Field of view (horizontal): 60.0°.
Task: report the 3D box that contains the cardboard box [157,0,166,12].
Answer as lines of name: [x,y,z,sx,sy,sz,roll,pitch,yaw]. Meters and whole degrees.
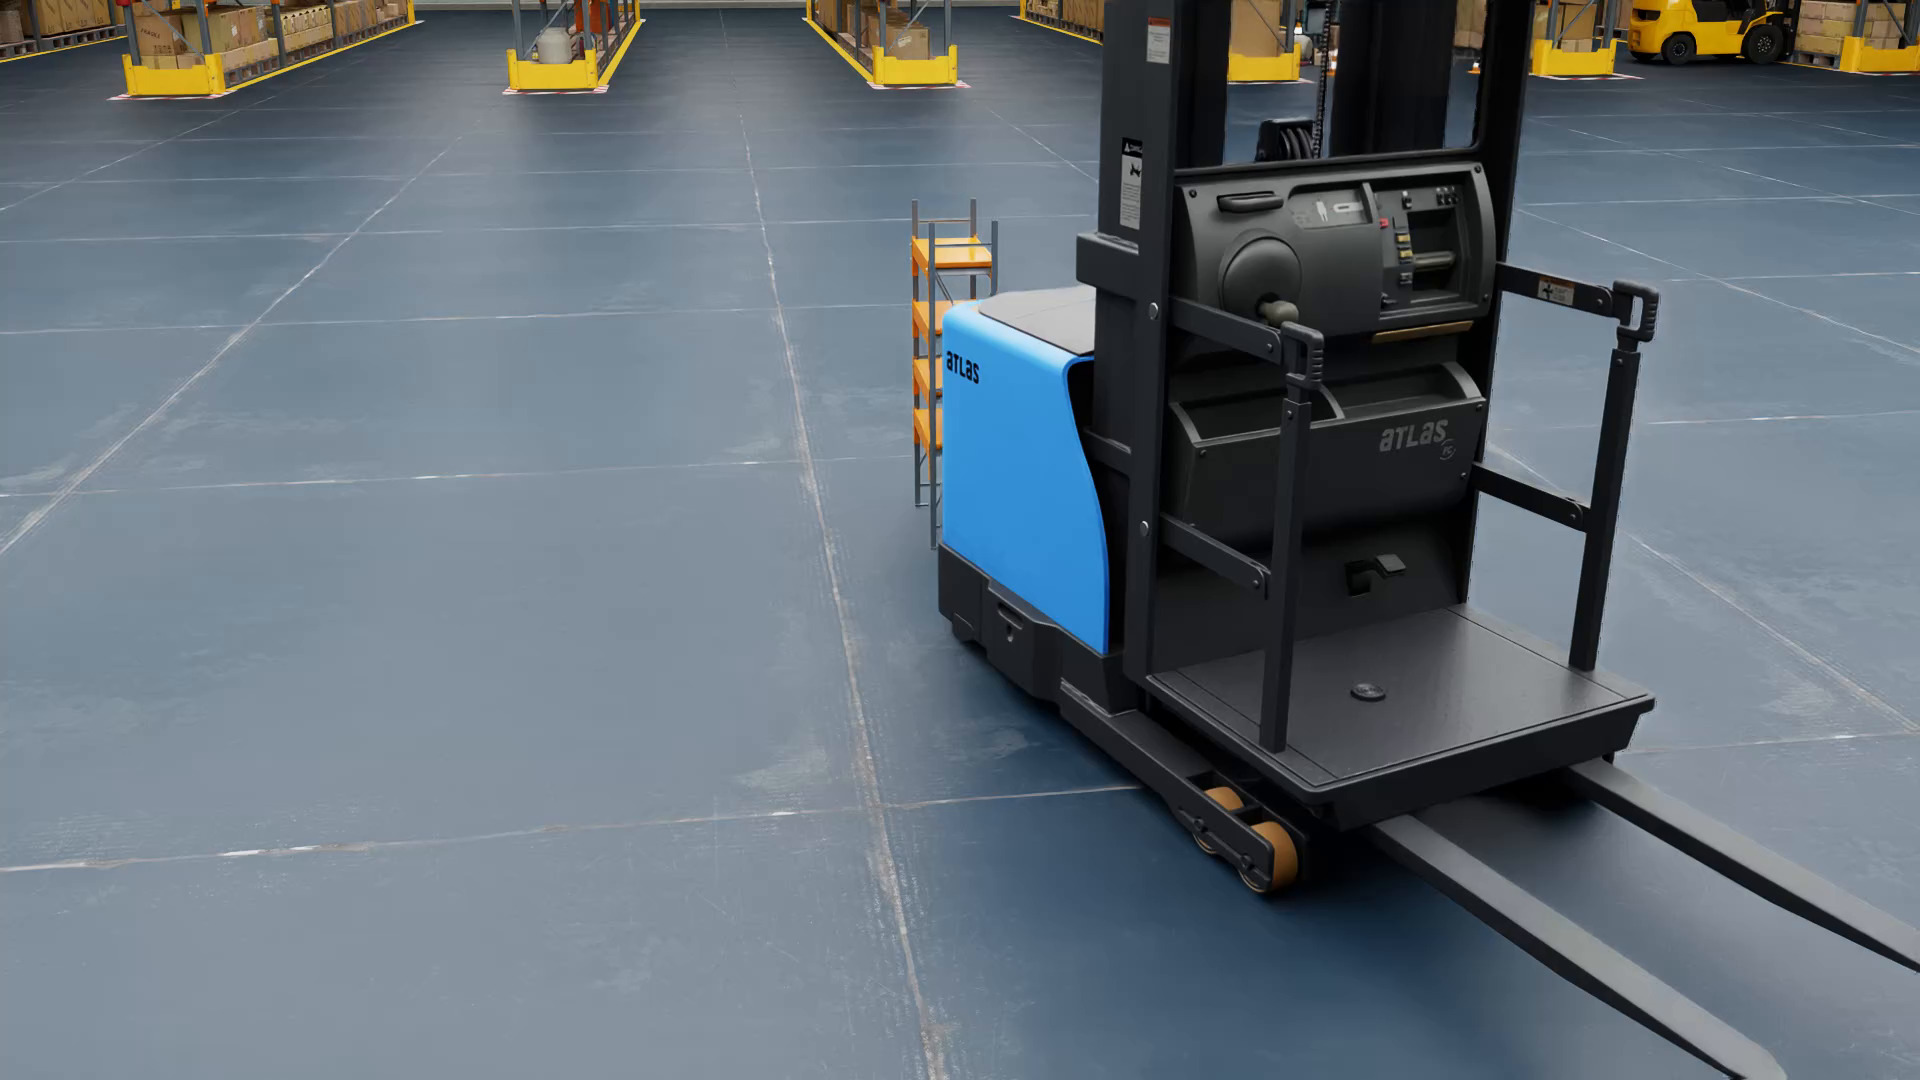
cardboard box: [-17.436,-11.443,35.540,0.700,0.500,0.500,-3,21,-8]

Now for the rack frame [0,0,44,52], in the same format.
rack frame: [-16.483,-9.885,28.396,1.000,3.000,0.127,-3,21,-8]

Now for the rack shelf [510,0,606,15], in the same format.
rack shelf: [-5.815,-7.970,24.297,1.077,0.370,4.000,-3,21,-8]

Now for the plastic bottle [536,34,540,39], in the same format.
plastic bottle: [-6.282,-7.388,24.866,0.144,0.351,0.185,-2,21,-6]

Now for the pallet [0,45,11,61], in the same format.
pallet: [-16.199,-7.887,27.031,1.003,0.211,1.213,-3,21,-8]

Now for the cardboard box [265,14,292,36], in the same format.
cardboard box: [-10.818,-8.078,26.086,0.500,0.311,0.500,-3,21,-8]

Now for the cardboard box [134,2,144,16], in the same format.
cardboard box: [-17.207,-10.912,34.117,0.700,0.500,0.500,-2,21,-6]

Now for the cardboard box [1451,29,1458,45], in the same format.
cardboard box: [8.423,-8.440,27.857,0.500,0.250,0.500,-4,21,-10]

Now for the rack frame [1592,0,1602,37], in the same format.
rack frame: [12.940,-11.386,32.414,1.000,3.000,0.127,-3,21,-8]

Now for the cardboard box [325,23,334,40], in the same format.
cardboard box: [-11.264,-8.875,29.021,0.500,0.250,0.500,-2,21,-6]

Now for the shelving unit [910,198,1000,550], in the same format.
shelving unit: [-0.024,-0.619,6.160,0.258,1.200,0.503,-3,21,-8]

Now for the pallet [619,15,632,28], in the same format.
pallet: [-7.580,-11.139,35.739,1.003,0.211,1.213,-3,21,-8]

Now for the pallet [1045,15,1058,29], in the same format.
pallet: [2.436,-11.159,35.792,1.003,0.211,1.213,-3,21,-8]

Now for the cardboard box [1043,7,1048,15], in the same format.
cardboard box: [2.025,-11.573,36.389,0.380,0.149,0.250,-3,21,-8]

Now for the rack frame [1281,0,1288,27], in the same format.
rack frame: [7.452,-12.519,35.449,1.000,3.000,0.127,-3,21,-8]

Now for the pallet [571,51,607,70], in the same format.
pallet: [-6.047,-7.459,25.885,1.003,0.211,1.213,-3,21,-8]

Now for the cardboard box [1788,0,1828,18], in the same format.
cardboard box: [13.556,-8.488,26.555,0.500,0.250,0.500,-3,21,-7]

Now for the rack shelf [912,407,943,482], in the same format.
rack shelf: [-0.024,-0.370,6.253,0.258,0.148,0.480,-3,21,-8]

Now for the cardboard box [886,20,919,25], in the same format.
cardboard box: [-0.926,-7.726,25.587,0.500,0.500,0.500,-5,21,-13]

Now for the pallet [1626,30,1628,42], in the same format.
pallet: [13.192,-9.371,31.005,1.003,0.211,1.213,-3,21,-8]

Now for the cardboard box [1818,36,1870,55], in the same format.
cardboard box: [13.712,-7.672,25.799,0.500,0.250,0.500,-3,21,-7]

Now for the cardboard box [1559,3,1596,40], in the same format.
cardboard box: [9.335,-7.926,25.408,0.500,0.500,0.500,-4,21,-10]

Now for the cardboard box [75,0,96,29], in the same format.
cardboard box: [-16.706,-9.934,30.998,0.750,0.750,0.750,-2,21,-6]

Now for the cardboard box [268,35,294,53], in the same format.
cardboard box: [-10.818,-7.812,26.175,0.500,0.250,0.500,-3,21,-9]

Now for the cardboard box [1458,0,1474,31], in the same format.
cardboard box: [8.512,-8.607,27.231,0.500,0.500,0.500,-2,21,-6]

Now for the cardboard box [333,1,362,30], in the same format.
cardboard box: [-11.593,-9.879,31.322,0.500,0.500,0.500,-4,21,-10]

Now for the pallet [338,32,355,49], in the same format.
pallet: [-11.652,-9.090,30.253,1.003,0.211,1.213,-3,21,-8]

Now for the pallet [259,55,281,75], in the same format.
pallet: [-10.932,-7.168,25.105,1.003,0.211,1.213,-3,21,-8]

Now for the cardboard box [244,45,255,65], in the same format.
cardboard box: [-10.500,-6.991,23.978,0.500,0.250,0.500,-3,21,-8]

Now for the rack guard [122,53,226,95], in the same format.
rack guard: [-10.425,-6.187,22.067,1.175,0.500,0.348,-3,21,-8]

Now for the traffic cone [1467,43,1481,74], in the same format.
traffic cone: [7.843,-7.260,24.993,0.336,0.463,0.334,-3,21,-8]

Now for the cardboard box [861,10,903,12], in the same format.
cardboard box: [-1.319,-8.665,28.072,0.700,0.500,0.500,-3,21,-8]

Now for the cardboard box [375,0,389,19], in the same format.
cardboard box: [-12.434,-11.208,34.877,0.797,0.503,0.637,-3,21,-8]

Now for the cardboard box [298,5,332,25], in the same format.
cardboard box: [-11.262,-9.139,28.925,0.500,0.311,0.500,-2,21,-6]

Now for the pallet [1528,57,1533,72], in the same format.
pallet: [9.088,-7.368,25.641,1.003,0.211,1.213,-3,21,-8]

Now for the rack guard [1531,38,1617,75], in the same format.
rack guard: [9.171,-7.220,24.832,1.175,0.500,0.348,-3,21,-8]

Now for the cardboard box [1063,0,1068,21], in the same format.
cardboard box: [2.412,-10.991,34.330,0.500,0.500,0.500,-2,21,-6]

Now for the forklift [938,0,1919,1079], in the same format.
forklift: [1.047,-0.710,3.929,1.130,2.935,3.031,-10,23,-25]

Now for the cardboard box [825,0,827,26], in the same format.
cardboard box: [-1.978,-10.385,32.171,1.225,0.875,0.875,-3,21,-8]

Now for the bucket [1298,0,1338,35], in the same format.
bucket: [6.022,-8.713,27.763,0.726,0.611,0.620,4,11,11]

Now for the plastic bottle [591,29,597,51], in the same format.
plastic bottle: [-5.725,-7.757,25.854,0.144,0.351,0.185,-3,21,-9]

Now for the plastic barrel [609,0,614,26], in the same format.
plastic barrel: [-7.092,-10.549,32.572,0.600,0.901,0.708,-3,21,-8]

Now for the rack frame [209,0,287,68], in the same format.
rack frame: [-11.005,-8.751,25.360,1.000,3.000,0.127,-3,21,-8]

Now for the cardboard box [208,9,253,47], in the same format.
cardboard box: [-10.499,-7.343,23.847,0.500,0.500,0.500,-3,21,-8]

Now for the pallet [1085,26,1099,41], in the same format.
pallet: [3.033,-9.814,32.191,1.003,0.211,1.213,-3,21,-8]

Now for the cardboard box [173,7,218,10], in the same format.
cardboard box: [-11.104,-7.489,24.237,0.500,0.500,0.500,-3,21,-8]

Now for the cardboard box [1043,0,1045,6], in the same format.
cardboard box: [2.061,-11.975,37.040,0.380,0.149,0.250,-2,21,-5]

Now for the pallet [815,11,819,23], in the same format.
pallet: [-2.739,-11.825,37.576,1.003,0.211,1.213,-3,21,-8]
